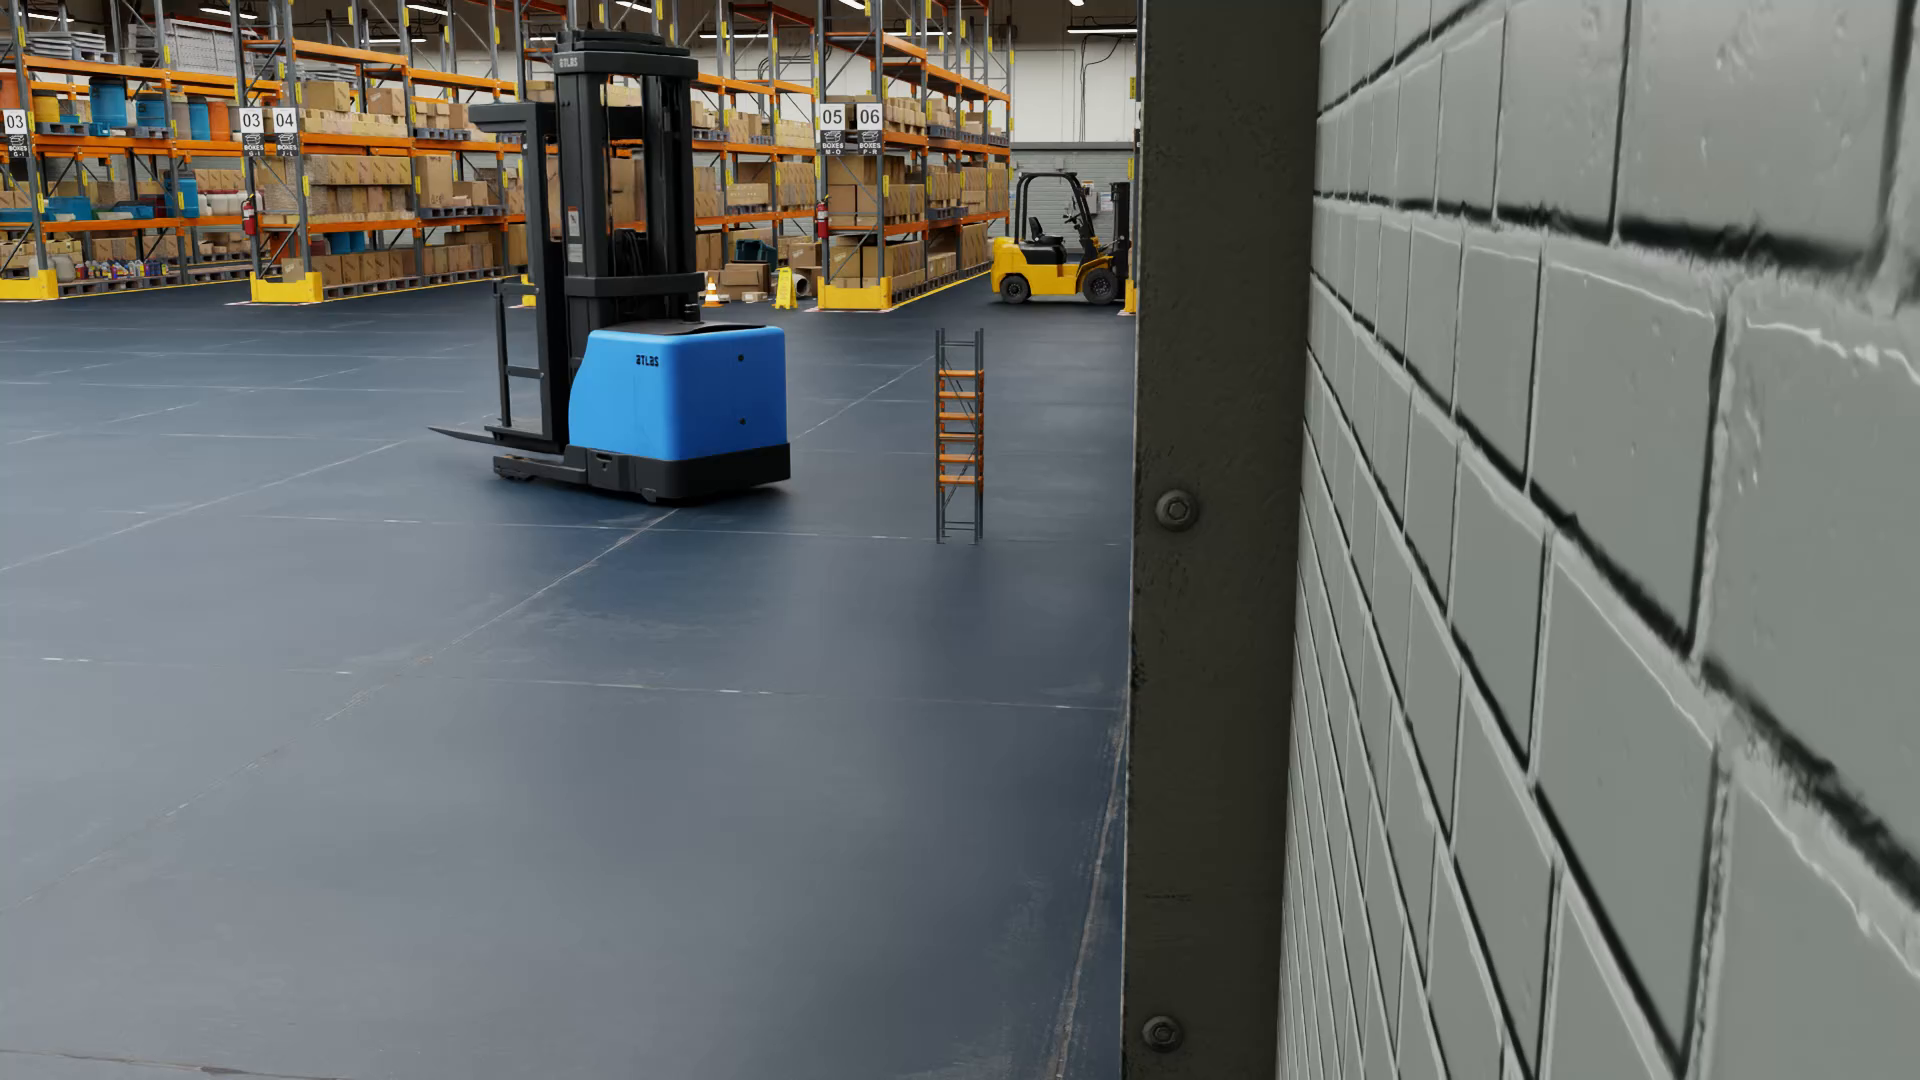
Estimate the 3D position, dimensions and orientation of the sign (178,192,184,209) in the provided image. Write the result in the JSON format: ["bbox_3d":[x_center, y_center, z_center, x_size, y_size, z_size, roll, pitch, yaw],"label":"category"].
[{"bbox_3d":[-15.245,-6.643,32.542,0.100,0.325,0.005,2,12,9],"label":"sign"}]

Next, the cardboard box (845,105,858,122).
[{"bbox_3d":[-1.903,-6.868,26.770,0.500,0.250,0.500,2,12,8],"label":"cardboard box"}]

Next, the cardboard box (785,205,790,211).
[{"bbox_3d":[-4.303,-7.997,40.077,0.380,0.149,0.250,2,12,10],"label":"cardboard box"}]

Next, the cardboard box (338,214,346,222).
[{"bbox_3d":[-11.054,-5.671,29.285,0.380,0.149,0.250,2,12,9],"label":"cardboard box"}]

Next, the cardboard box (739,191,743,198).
[{"bbox_3d":[-4.964,-7.557,36.333,0.380,0.149,0.250,2,12,9],"label":"cardboard box"}]

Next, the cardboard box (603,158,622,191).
[{"bbox_3d":[-6.313,-6.260,28.502,0.875,0.550,0.550,2,12,9],"label":"cardboard box"}]

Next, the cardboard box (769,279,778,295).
[{"bbox_3d":[-3.347,-4.610,30.254,0.258,0.266,0.396,-7,14,-30],"label":"cardboard box"}]

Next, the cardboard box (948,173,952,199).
[{"bbox_3d":[-0.426,-6.962,32.738,0.500,0.500,0.500,1,12,5],"label":"cardboard box"}]

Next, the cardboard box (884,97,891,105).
[{"bbox_3d":[-1.337,-7.118,26.984,0.380,0.149,0.250,2,12,9],"label":"cardboard box"}]

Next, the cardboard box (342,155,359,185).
[{"bbox_3d":[-10.995,-6.532,29.365,0.500,0.500,0.500,2,12,9],"label":"cardboard box"}]

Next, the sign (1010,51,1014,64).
[{"bbox_3d":[1.279,-11.952,41.187,0.100,0.325,0.005,2,12,9],"label":"sign"}]

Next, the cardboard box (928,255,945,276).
[{"bbox_3d":[-0.810,-5.371,32.537,0.950,0.372,0.625,2,12,11],"label":"cardboard box"}]

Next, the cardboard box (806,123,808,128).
[{"bbox_3d":[-4.036,-10.389,41.681,0.380,0.149,0.250,2,12,9],"label":"cardboard box"}]

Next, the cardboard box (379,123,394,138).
[{"bbox_3d":[-10.795,-7.549,30.638,0.500,0.250,0.500,2,12,10],"label":"cardboard box"}]

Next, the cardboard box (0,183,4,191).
[{"bbox_3d":[-24.167,-8.614,41.354,0.500,0.500,0.500,2,12,8],"label":"cardboard box"}]

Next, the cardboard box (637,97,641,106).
[{"bbox_3d":[-5.907,-7.762,29.688,0.500,0.250,0.500,2,12,8],"label":"cardboard box"}]

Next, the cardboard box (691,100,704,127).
[{"bbox_3d":[-5.383,-8.417,32.838,0.500,0.500,0.500,2,12,9],"label":"cardboard box"}]

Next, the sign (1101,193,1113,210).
[{"bbox_3d":[4.162,-9.601,47.151,0.329,0.494,0.001,2,12,9],"label":"sign"}]

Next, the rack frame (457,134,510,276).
[{"bbox_3d":[-10.277,-7.200,35.784,1.000,3.000,0.127,2,12,9],"label":"rack frame"}]

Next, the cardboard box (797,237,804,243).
[{"bbox_3d":[-4.091,-7.450,41.300,0.380,0.149,0.250,2,12,11],"label":"cardboard box"}]

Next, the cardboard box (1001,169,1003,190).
[{"bbox_3d":[0.776,-8.762,40.418,0.500,0.500,0.500,2,12,8],"label":"cardboard box"}]

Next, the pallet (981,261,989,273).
[{"bbox_3d":[0.086,-6.186,37.695,1.003,0.211,1.213,2,12,9],"label":"pallet"}]

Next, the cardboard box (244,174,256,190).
[{"bbox_3d":[-18.784,-9.410,43.428,0.500,0.500,0.500,2,12,10],"label":"cardboard box"}]

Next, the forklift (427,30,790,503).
[{"bbox_3d":[-2.580,-1.898,11.345,3.031,2.935,1.130,10,16,39],"label":"forklift"}]

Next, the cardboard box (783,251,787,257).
[{"bbox_3d":[-4.386,-6.892,40.121,0.380,0.149,0.250,2,12,7],"label":"cardboard box"}]

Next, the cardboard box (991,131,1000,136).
[{"bbox_3d":[0.779,-9.956,40.812,0.380,0.149,0.250,1,12,4],"label":"cardboard box"}]

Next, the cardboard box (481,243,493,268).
[{"bbox_3d":[-10.361,-6.053,35.351,0.700,0.500,0.500,1,12,6],"label":"cardboard box"}]

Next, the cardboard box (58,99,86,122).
[{"bbox_3d":[-19.992,-9.617,37.266,0.500,0.500,0.500,2,12,9],"label":"cardboard box"}]

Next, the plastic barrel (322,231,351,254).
[{"bbox_3d":[-14.766,-7.113,39.362,0.600,0.901,0.708,2,12,9],"label":"plastic barrel"}]

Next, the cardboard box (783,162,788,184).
[{"bbox_3d":[-4.402,-8.729,39.559,0.500,0.500,0.500,2,12,7],"label":"cardboard box"}]

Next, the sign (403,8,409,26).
[{"bbox_3d":[-10.359,-9.774,31.082,0.100,0.325,0.005,2,12,9],"label":"sign"}]

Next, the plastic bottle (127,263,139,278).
[{"bbox_3d":[-15.709,-5.127,31.586,0.152,0.276,0.135,2,12,10],"label":"plastic bottle"}]

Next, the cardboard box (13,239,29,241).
[{"bbox_3d":[-20.508,-6.448,36.493,0.500,0.311,0.500,2,12,7],"label":"cardboard box"}]

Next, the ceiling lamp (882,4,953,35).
[{"bbox_3d":[-1.238,-14.968,43.732,2.000,3.185,0.800,2,12,9],"label":"ceiling lamp"}]

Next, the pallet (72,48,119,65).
[{"bbox_3d":[-16.071,-8.746,30.113,1.003,0.211,1.213,2,12,9],"label":"pallet"}]

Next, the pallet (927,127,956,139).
[{"bbox_3d":[-0.744,-7.762,31.717,1.213,0.211,1.003,2,12,9],"label":"pallet"}]

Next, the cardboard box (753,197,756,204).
[{"bbox_3d":[-4.798,-7.628,37.370,0.380,0.149,0.250,1,12,6],"label":"cardboard box"}]

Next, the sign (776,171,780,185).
[{"bbox_3d":[-4.228,-8.400,38.602,0.100,0.325,0.005,2,12,9],"label":"sign"}]

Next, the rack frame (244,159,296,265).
[{"bbox_3d":[-15.171,-7.361,36.529,1.000,3.000,0.127,2,12,9],"label":"rack frame"}]

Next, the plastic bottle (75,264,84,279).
[{"bbox_3d":[-16.487,-5.027,31.121,0.152,0.276,0.135,2,12,9],"label":"plastic bottle"}]

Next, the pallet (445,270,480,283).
[{"bbox_3d":[-10.589,-5.421,34.148,1.003,0.211,1.213,2,12,9],"label":"pallet"}]

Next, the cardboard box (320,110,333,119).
[{"bbox_3d":[-11.072,-7.335,28.696,0.380,0.149,0.250,2,12,11],"label":"cardboard box"}]

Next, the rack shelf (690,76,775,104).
[{"bbox_3d":[-5.084,-9.820,36.358,1.077,0.370,4.000,2,12,9],"label":"rack shelf"}]

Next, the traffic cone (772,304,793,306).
[{"bbox_3d":[-2.924,-4.105,27.443,0.336,0.463,0.334,2,12,9],"label":"traffic cone"}]

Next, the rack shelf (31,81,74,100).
[{"bbox_3d":[-20.373,-9.491,34.831,1.077,0.370,4.000,2,12,9],"label":"rack shelf"}]

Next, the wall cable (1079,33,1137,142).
[{"bbox_3d":[4.831,-12.566,46.351,2.988,3.039,0.133,2,12,9],"label":"wall cable"}]

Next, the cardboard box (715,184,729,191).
[{"bbox_3d":[-5.129,-7.483,35.282,0.380,0.149,0.250,2,12,9],"label":"cardboard box"}]

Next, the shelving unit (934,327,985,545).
[{"bbox_3d":[-0.002,-0.584,9.353,0.258,1.200,0.189,2,12,9],"label":"shelving unit"}]

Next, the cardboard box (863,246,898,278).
[{"bbox_3d":[-1.315,-4.606,27.494,0.500,0.500,0.500,1,12,7],"label":"cardboard box"}]

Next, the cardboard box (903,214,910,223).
[{"bbox_3d":[-1.074,-5.528,28.622,0.380,0.149,0.250,2,12,9],"label":"cardboard box"}]

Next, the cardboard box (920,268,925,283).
[{"bbox_3d":[-0.926,-4.776,30.064,0.500,0.250,0.500,2,12,11],"label":"cardboard box"}]

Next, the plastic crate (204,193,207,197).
[{"bbox_3d":[-15.722,-7.066,35.007,0.402,0.464,0.583,2,12,9],"label":"plastic crate"}]

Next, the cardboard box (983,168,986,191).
[{"bbox_3d":[0.309,-8.148,37.573,0.500,0.500,0.500,2,12,10],"label":"cardboard box"}]

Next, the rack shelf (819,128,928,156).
[{"bbox_3d":[-1.408,-6.745,28.258,1.077,0.370,4.000,2,12,9],"label":"rack shelf"}]

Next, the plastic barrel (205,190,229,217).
[{"bbox_3d":[-15.310,-6.939,34.250,0.433,0.535,0.433,0,12,0],"label":"plastic barrel"}]

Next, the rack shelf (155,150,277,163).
[{"bbox_3d":[-19.143,-9.886,42.832,1.077,0.370,4.000,2,12,9],"label":"rack shelf"}]

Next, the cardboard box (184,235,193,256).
[{"bbox_3d":[-19.243,-7.236,40.838,0.500,0.500,0.500,2,12,8],"label":"cardboard box"}]

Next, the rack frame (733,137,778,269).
[{"bbox_3d":[-4.777,-7.851,38.804,1.000,3.000,0.127,2,12,9],"label":"rack frame"}]
